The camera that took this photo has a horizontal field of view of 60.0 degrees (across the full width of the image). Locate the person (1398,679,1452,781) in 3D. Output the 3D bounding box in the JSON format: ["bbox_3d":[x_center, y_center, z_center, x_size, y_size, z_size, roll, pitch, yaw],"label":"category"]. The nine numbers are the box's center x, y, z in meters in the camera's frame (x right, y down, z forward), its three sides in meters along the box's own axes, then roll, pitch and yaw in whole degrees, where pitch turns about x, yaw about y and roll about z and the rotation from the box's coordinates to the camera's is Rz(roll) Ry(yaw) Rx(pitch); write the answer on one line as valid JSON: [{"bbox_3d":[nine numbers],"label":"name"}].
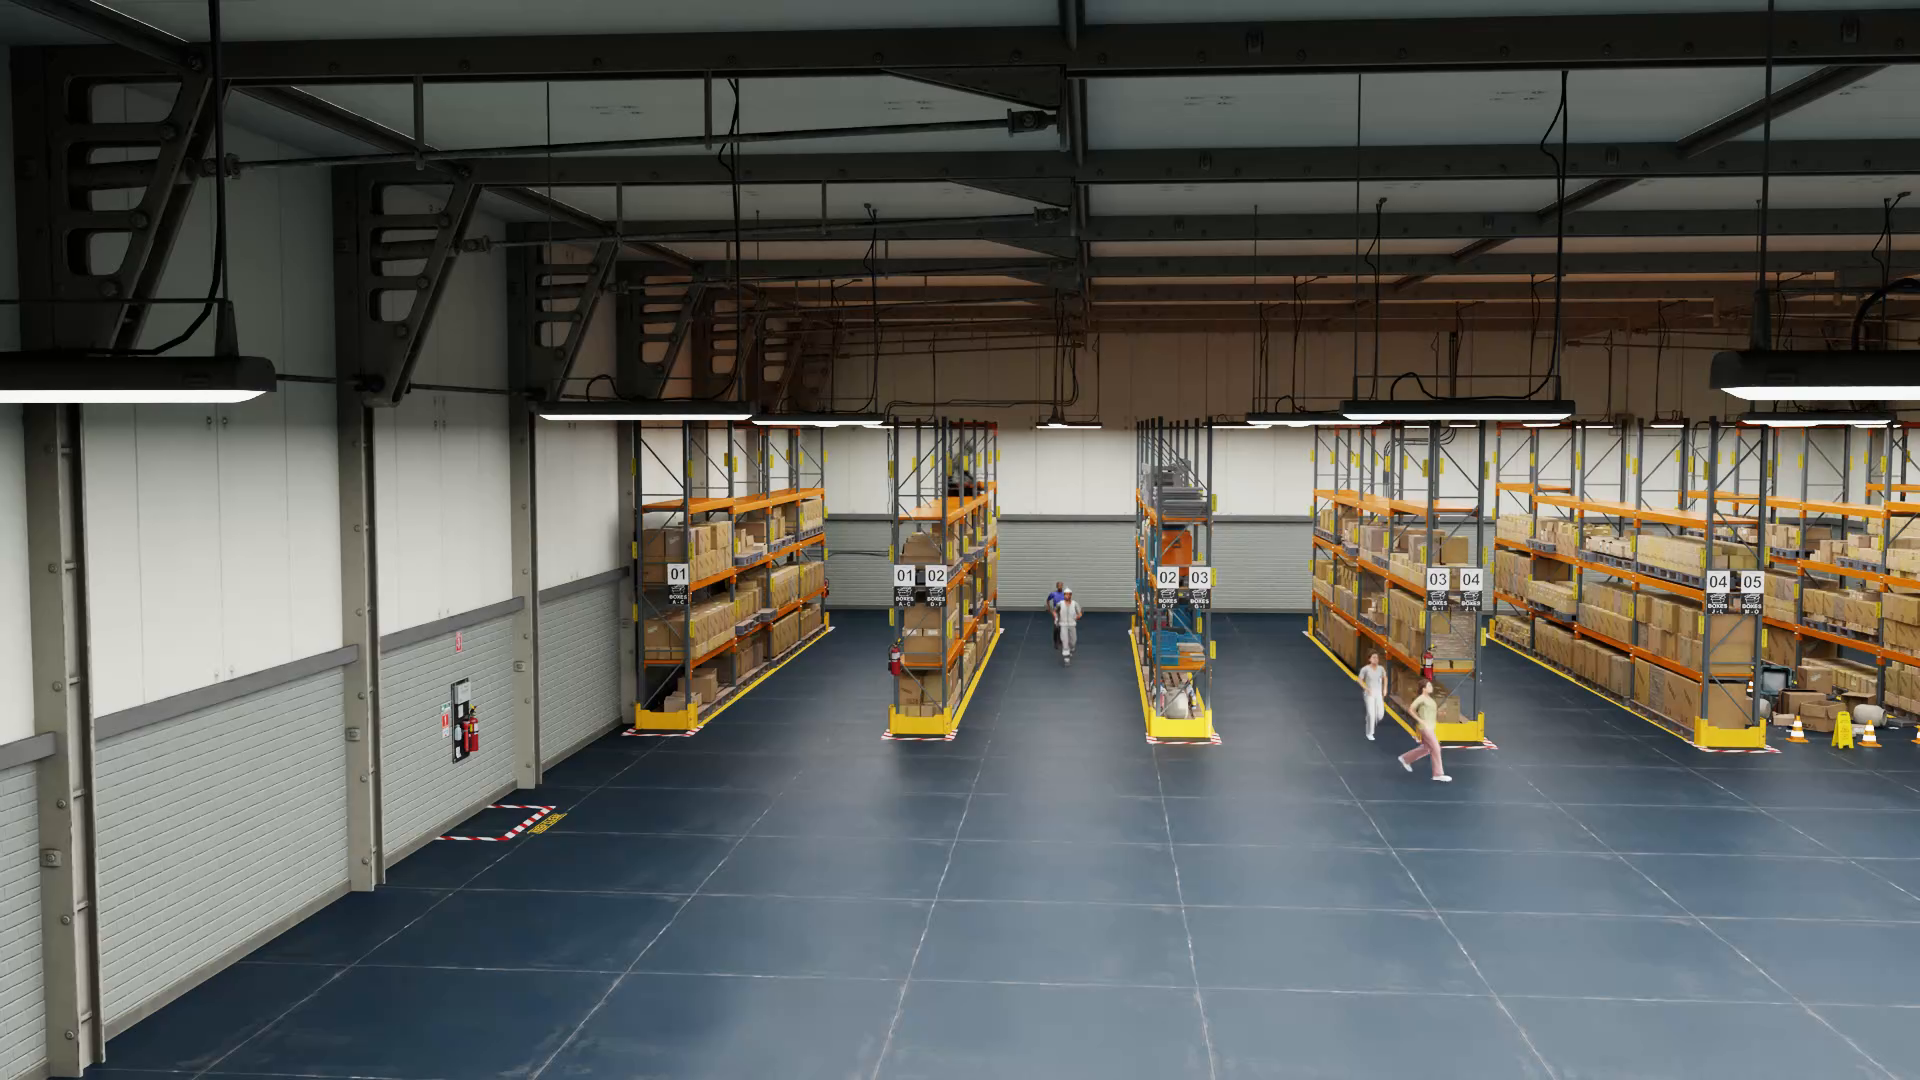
[{"bbox_3d":[7.638,3.102,27.302,0.918,1.645,0.586,2,4,33],"label":"person"}]

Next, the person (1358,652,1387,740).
[{"bbox_3d":[7.702,2.891,31.019,0.604,1.638,0.583,-1,4,-10],"label":"person"}]

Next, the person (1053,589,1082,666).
[{"bbox_3d":[2.506,2.024,38.687,0.669,1.775,0.806,0,4,-2],"label":"person"}]

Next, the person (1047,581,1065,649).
[{"bbox_3d":[2.495,1.898,41.809,0.546,1.707,0.658,-1,4,-9],"label":"person"}]
